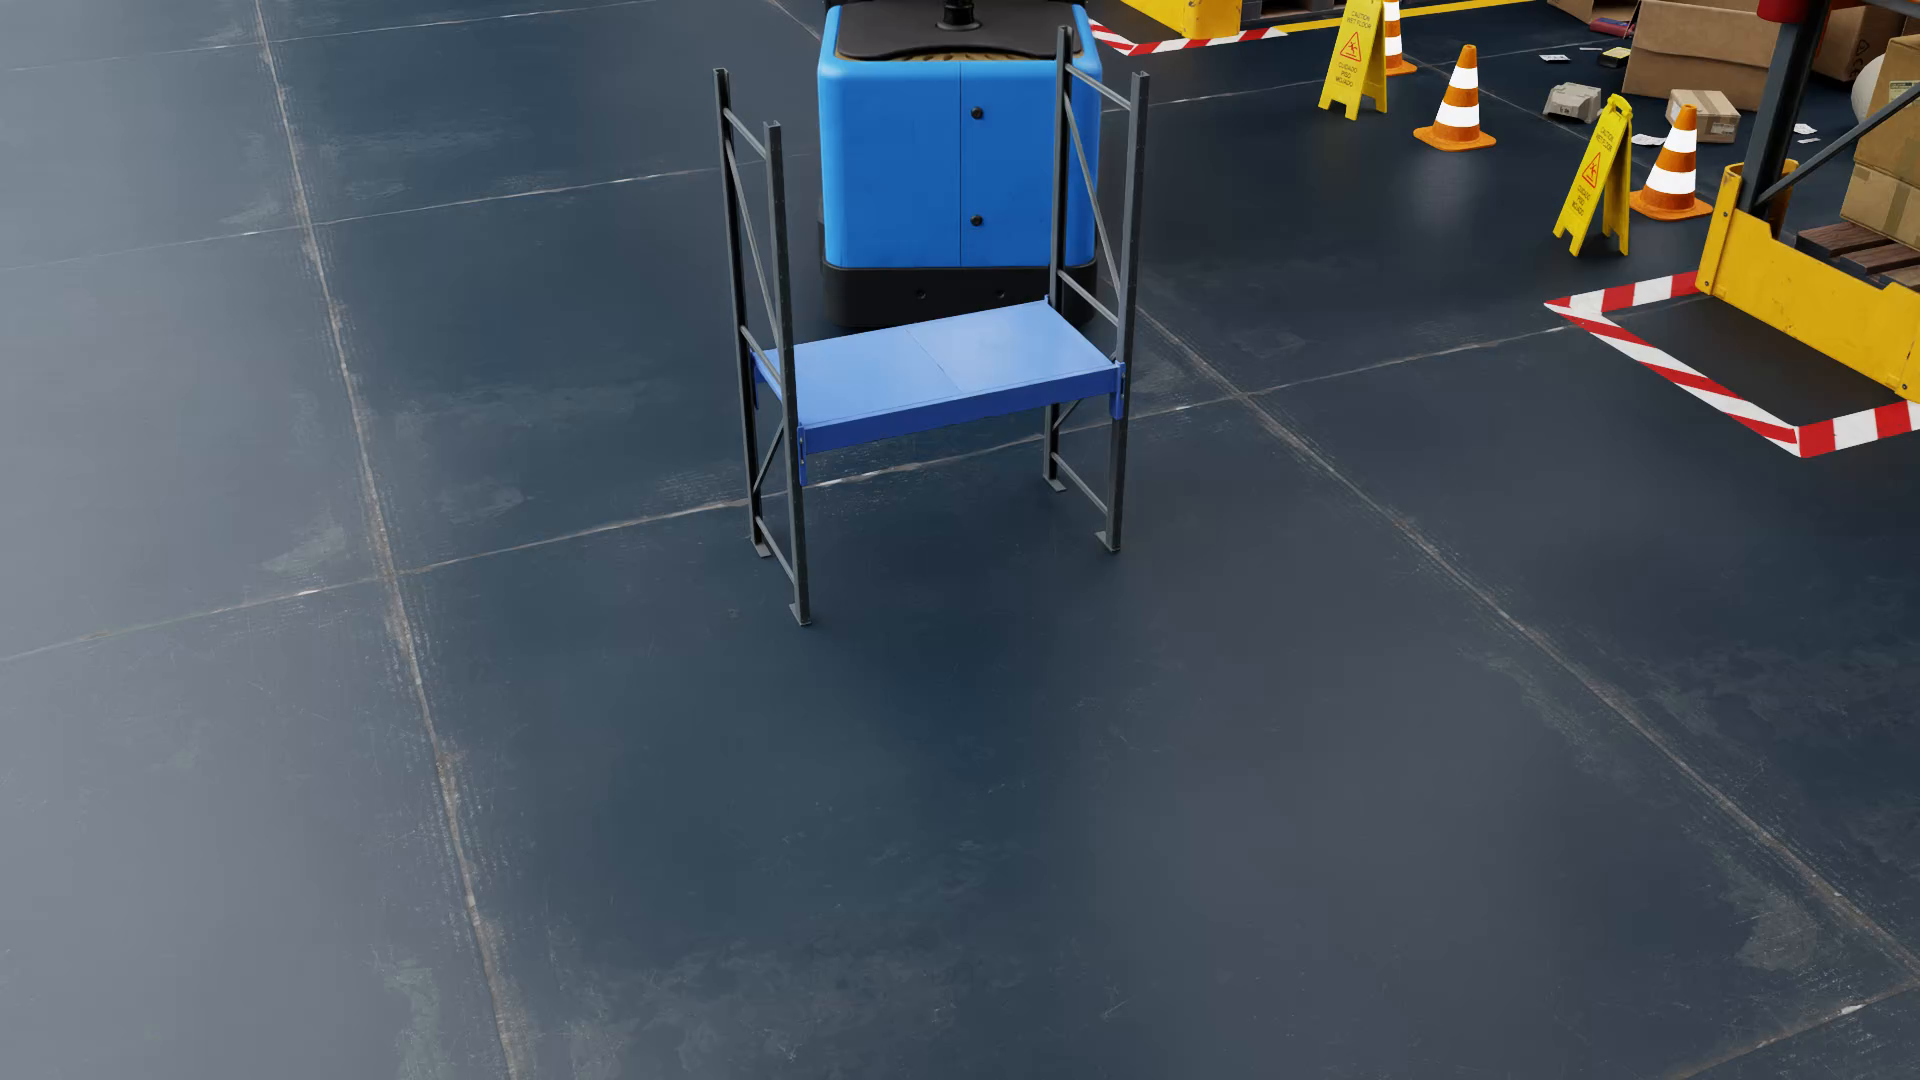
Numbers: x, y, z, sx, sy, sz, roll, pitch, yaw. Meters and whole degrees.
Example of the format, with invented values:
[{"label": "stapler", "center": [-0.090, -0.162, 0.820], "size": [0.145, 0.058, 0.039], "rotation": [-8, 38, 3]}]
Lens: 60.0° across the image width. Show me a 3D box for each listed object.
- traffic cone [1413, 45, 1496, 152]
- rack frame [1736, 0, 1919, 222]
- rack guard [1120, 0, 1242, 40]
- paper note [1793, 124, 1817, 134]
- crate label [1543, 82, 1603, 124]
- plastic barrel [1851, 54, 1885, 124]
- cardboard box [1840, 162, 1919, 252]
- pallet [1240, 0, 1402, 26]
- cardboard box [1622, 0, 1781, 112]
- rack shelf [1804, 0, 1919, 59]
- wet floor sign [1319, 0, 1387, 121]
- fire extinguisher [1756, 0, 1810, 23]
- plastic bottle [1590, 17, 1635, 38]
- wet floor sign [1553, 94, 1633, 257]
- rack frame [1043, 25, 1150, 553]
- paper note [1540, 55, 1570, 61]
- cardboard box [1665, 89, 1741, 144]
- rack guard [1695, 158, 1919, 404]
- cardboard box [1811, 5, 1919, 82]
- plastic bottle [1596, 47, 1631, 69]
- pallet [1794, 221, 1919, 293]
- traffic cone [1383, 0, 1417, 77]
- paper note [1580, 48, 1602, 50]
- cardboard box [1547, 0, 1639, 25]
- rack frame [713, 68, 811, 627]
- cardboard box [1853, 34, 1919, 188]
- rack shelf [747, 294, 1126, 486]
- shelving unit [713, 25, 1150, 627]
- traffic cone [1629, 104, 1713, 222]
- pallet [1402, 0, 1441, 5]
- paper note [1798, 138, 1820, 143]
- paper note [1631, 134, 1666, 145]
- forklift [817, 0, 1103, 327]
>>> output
[{"label": "traffic cone", "center": [2.480, -2.208, 8.219], "size": [0.334, 0.463, 0.336], "rotation": [-13, 35, -19]}, {"label": "rack frame", "center": [3.326, -2.045, 5.643], "size": [0.127, 3.000, 1.000], "rotation": [-13, 35, -19]}, {"label": "rack guard", "center": [1.295, -3.460, 10.110], "size": [0.348, 0.500, 1.175], "rotation": [-13, 35, -19]}, {"label": "paper note", "center": [4.269, -2.101, 8.461], "size": [0.142, 0.019, 0.148], "rotation": [-2, 33, -2]}, {"label": "crate label", "center": [3.181, -2.269, 8.611], "size": [0.250, 0.136, 0.298], "rotation": [23, 39, 30]}, {"label": "plastic barrel", "center": [4.645, -2.163, 8.186], "size": [0.421, 0.421, 0.512], "rotation": [10, 34, 14]}, {"label": "cardboard box", "center": [3.990, -1.380, 6.757], "size": [0.500, 0.250, 0.500], "rotation": [-13, 35, -19]}, {"label": "pallet", "center": [2.024, -3.552, 10.516], "size": [1.213, 0.211, 1.003], "rotation": [-13, 35, -19]}, {"label": "cardboard box", "center": [3.966, -2.643, 8.851], "size": [0.797, 0.503, 0.637], "rotation": [16, 36, 23]}, {"label": "rack shelf", "center": [5.170, -2.166, 6.488], "size": [4.000, 0.370, 1.077], "rotation": [-13, 35, -19]}, {"label": "wet floor sign", "center": [2.057, -2.525, 8.538], "size": [0.232, 0.644, 0.267], "rotation": [-19, 38, -27]}, {"label": "fire extinguisher", "center": [3.042, -2.221, 5.983], "size": [0.183, 0.674, 0.296], "rotation": [-13, 35, -19]}, {"label": "plastic bottle", "center": [3.896, -3.030, 9.851], "size": [0.133, 0.061, 0.283], "rotation": [-27, 42, -35]}, {"label": "wet floor sign", "center": [2.737, -1.557, 7.051], "size": [0.232, 0.644, 0.267], "rotation": [-2, 33, -2]}, {"label": "rack frame", "center": [0.390, -0.718, 4.978], "size": [0.032, 1.500, 0.500], "rotation": [-13, 35, -19]}, {"label": "paper note", "center": [3.382, -2.737, 9.429], "size": [0.142, 0.017, 0.144], "rotation": [-2, 33, -2]}, {"label": "cardboard box", "center": [3.752, -2.143, 8.407], "size": [0.250, 0.149, 0.380], "rotation": [4, 33, 6]}, {"label": "rack guard", "center": [3.396, -1.014, 6.350], "size": [0.348, 0.500, 1.175], "rotation": [-13, 35, -19]}, {"label": "cardboard box", "center": [4.825, -2.901, 9.123], "size": [0.503, 0.637, 0.797], "rotation": [-13, 35, -19]}, {"label": "plastic bottle", "center": [3.729, -2.733, 9.394], "size": [0.283, 0.061, 0.133], "rotation": [-27, 42, -35]}, {"label": "pallet", "center": [4.159, -1.046, 6.665], "size": [1.213, 0.211, 1.003], "rotation": [-13, 35, -19]}, {"label": "traffic cone", "center": [2.356, -2.848, 9.203], "size": [0.334, 0.463, 0.336], "rotation": [-13, 35, -19]}, {"label": "paper note", "center": [3.642, -2.834, 9.597], "size": [0.123, 0.001, 0.032], "rotation": [4, 33, 6]}, {"label": "cardboard box", "center": [3.971, -3.467, 10.118], "size": [0.500, 0.500, 0.500], "rotation": [-7, 34, -11]}, {"label": "rack frame", "center": [-0.547, -0.503, 4.648], "size": [0.032, 1.500, 0.500], "rotation": [-13, 35, -19]}, {"label": "cardboard box", "center": [3.964, -1.683, 6.536], "size": [0.500, 0.500, 0.500], "rotation": [-13, 35, -19]}, {"label": "rack shelf", "center": [-0.079, -0.460, 4.911], "size": [1.000, 0.185, 0.538], "rotation": [-13, 35, -19]}, {"label": "shelving unit", "center": [-0.079, -0.611, 4.813], "size": [1.048, 1.500, 0.538], "rotation": [-13, 35, -19]}, {"label": "traffic cone", "center": [3.223, -1.722, 7.472], "size": [0.334, 0.463, 0.336], "rotation": [-13, 35, -19]}, {"label": "pallet", "center": [3.147, -3.808, 10.909], "size": [1.213, 0.211, 1.003], "rotation": [-13, 35, -19]}, {"label": "paper note", "center": [4.243, -1.996, 8.308], "size": [0.123, 0.001, 0.032], "rotation": [-13, 35, -19]}, {"label": "paper note", "center": [3.427, -2.001, 8.298], "size": [0.142, 0.019, 0.148], "rotation": [-27, 42, -35]}, {"label": "forklift", "center": [-0.025, -2.813, 6.886], "size": [1.130, 2.935, 3.031], "rotation": [-1, 33, -1]}]
